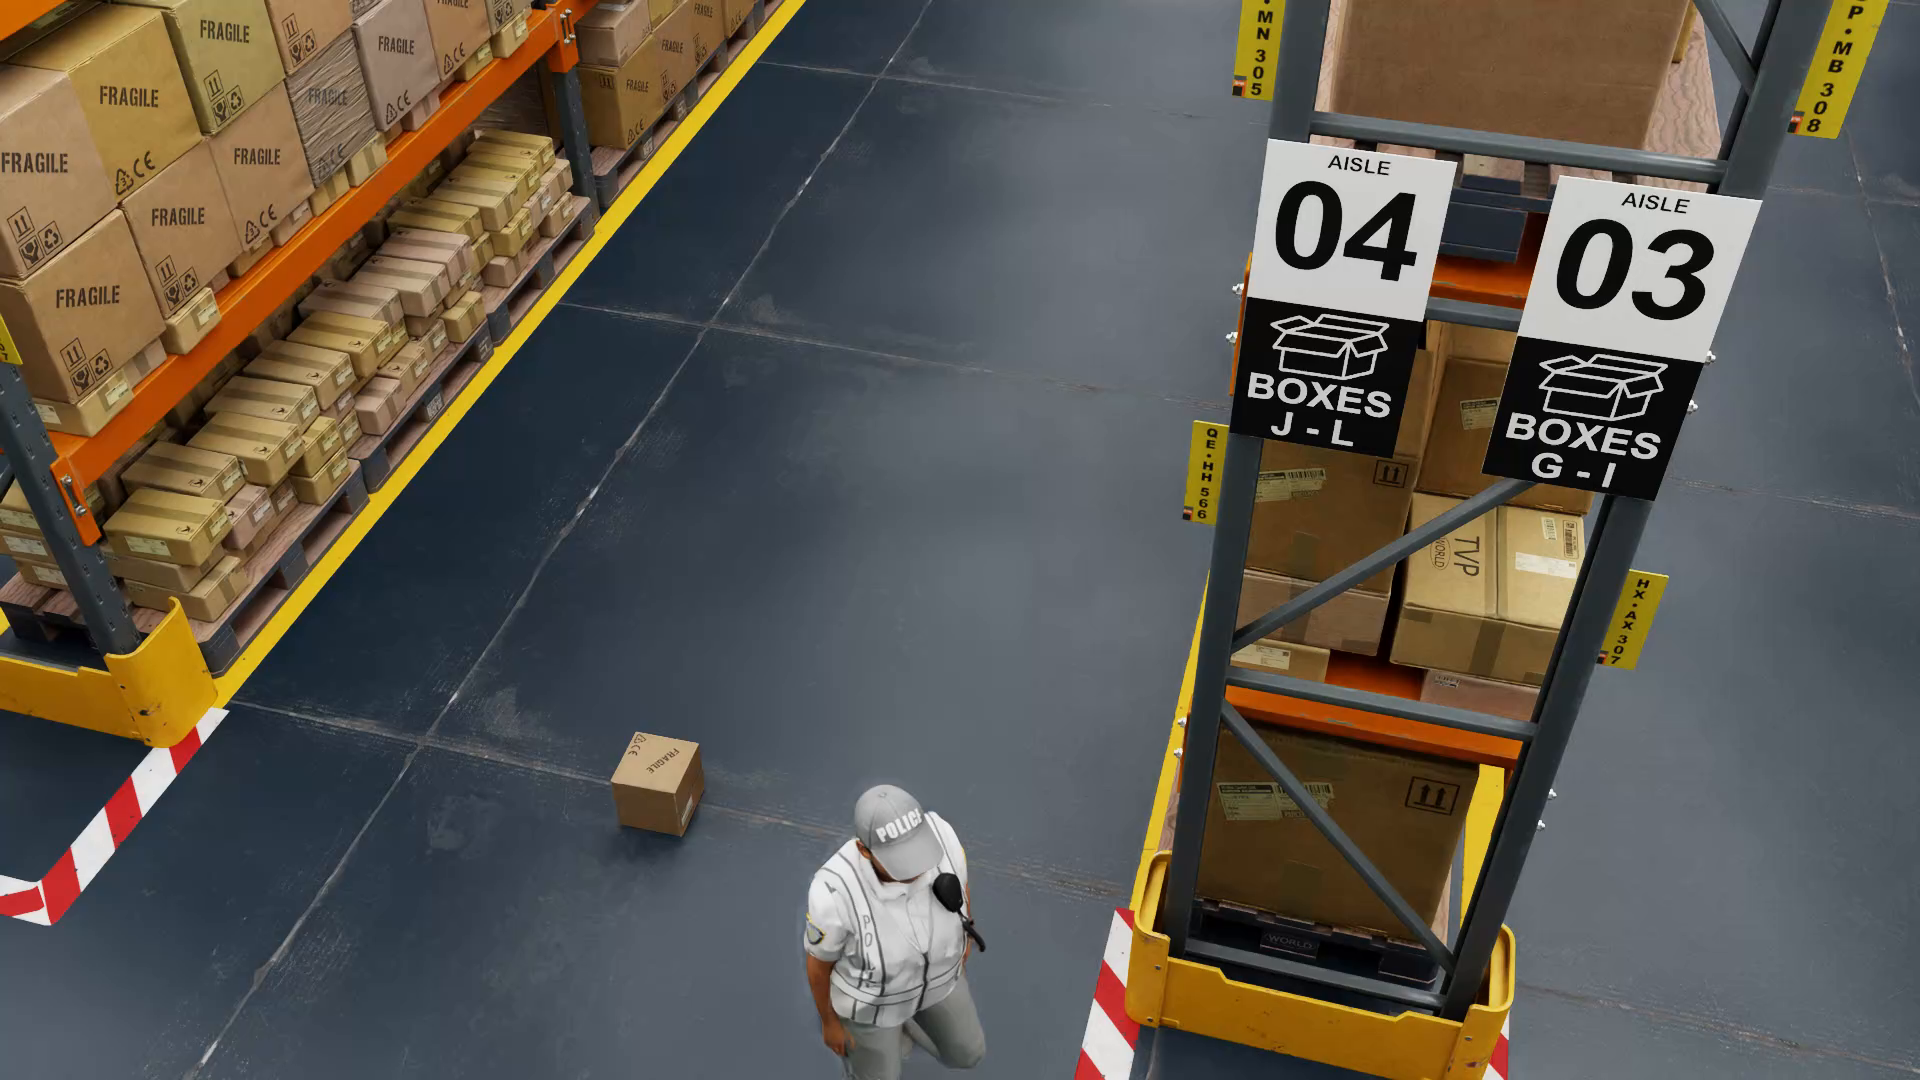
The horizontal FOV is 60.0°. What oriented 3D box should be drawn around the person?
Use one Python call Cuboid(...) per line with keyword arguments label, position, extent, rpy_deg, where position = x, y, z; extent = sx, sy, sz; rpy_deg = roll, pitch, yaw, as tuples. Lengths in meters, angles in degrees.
Cuboid(label="person", position=(-0.208, 1.207, 4.754), extent=(0.529, 1.648, 0.538), rpy_deg=(-23, 46, -24))
